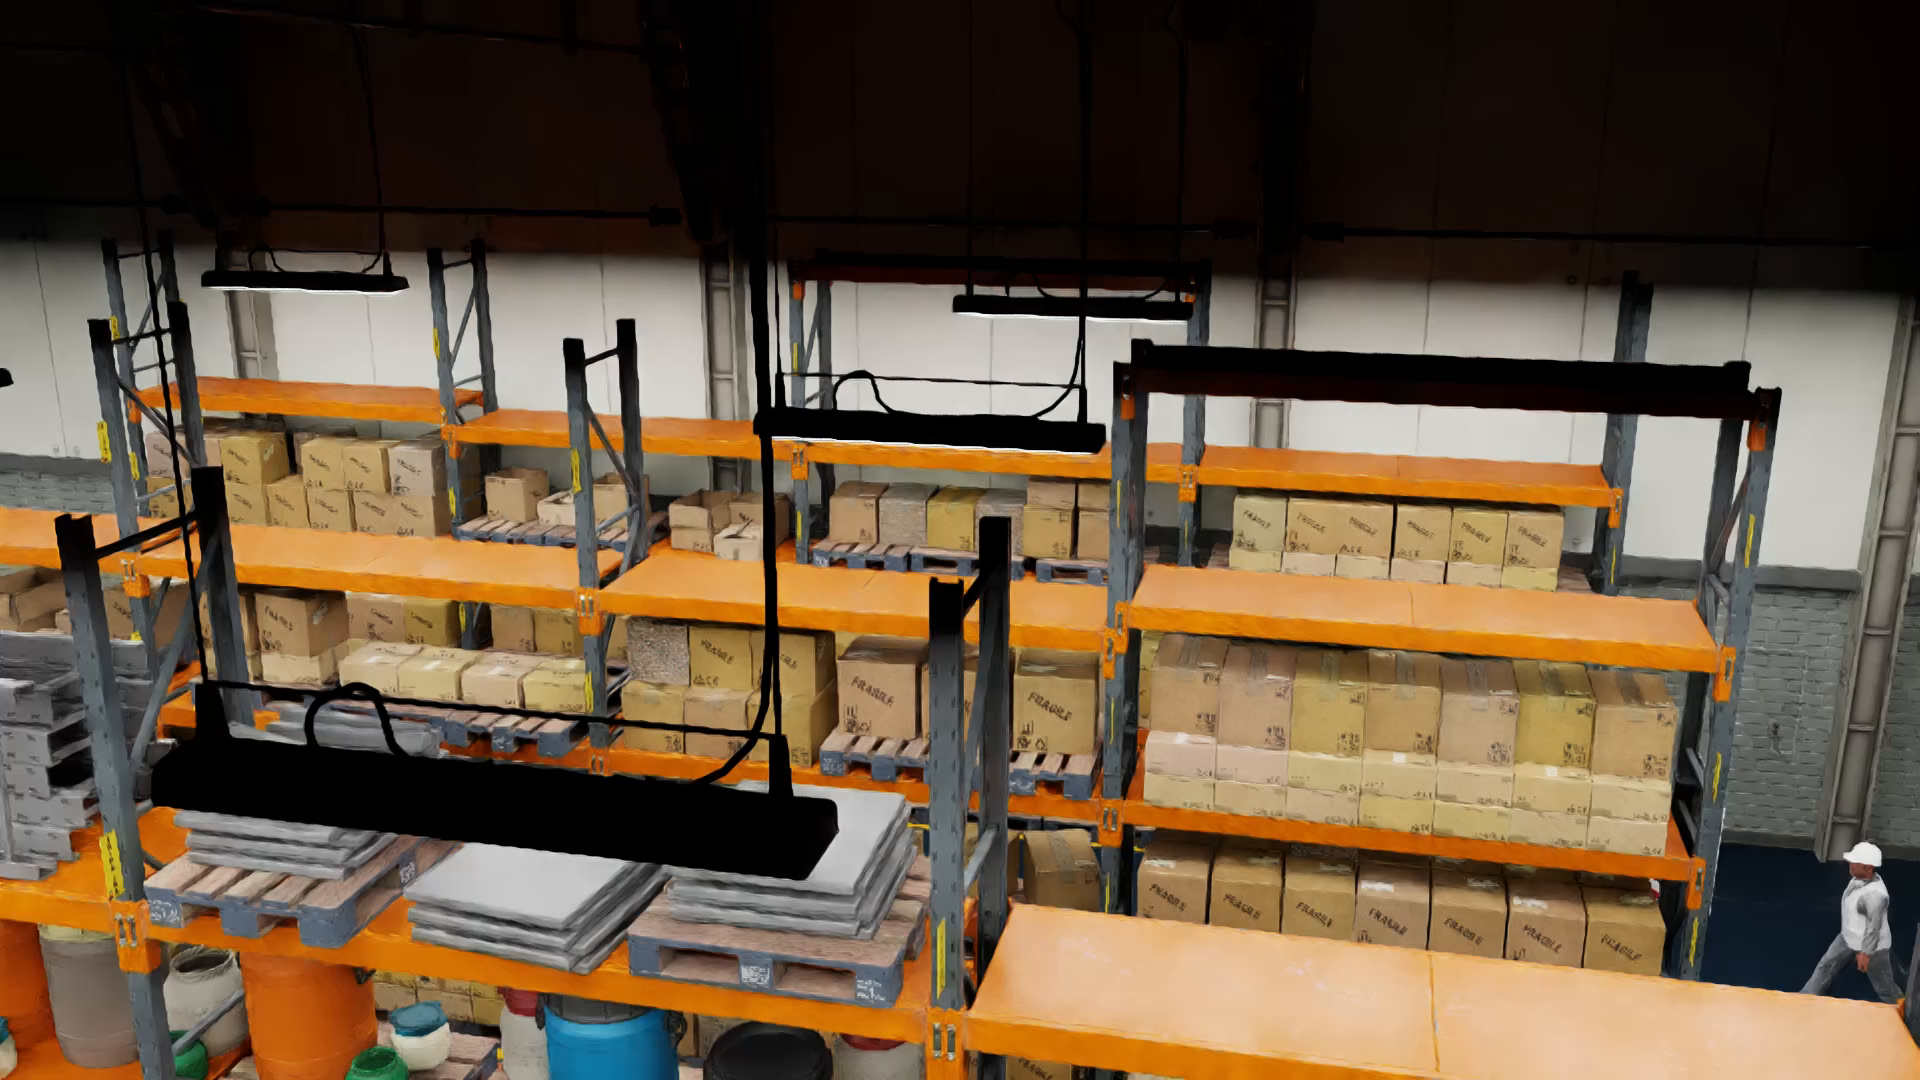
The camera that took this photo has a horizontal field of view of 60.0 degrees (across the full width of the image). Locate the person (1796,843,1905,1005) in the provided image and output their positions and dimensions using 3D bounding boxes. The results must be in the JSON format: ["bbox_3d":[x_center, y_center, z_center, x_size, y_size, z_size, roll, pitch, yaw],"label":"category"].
[{"bbox_3d":[7.528,3.319,13.922,1.106,1.685,0.543,3,17,11],"label":"person"}]
